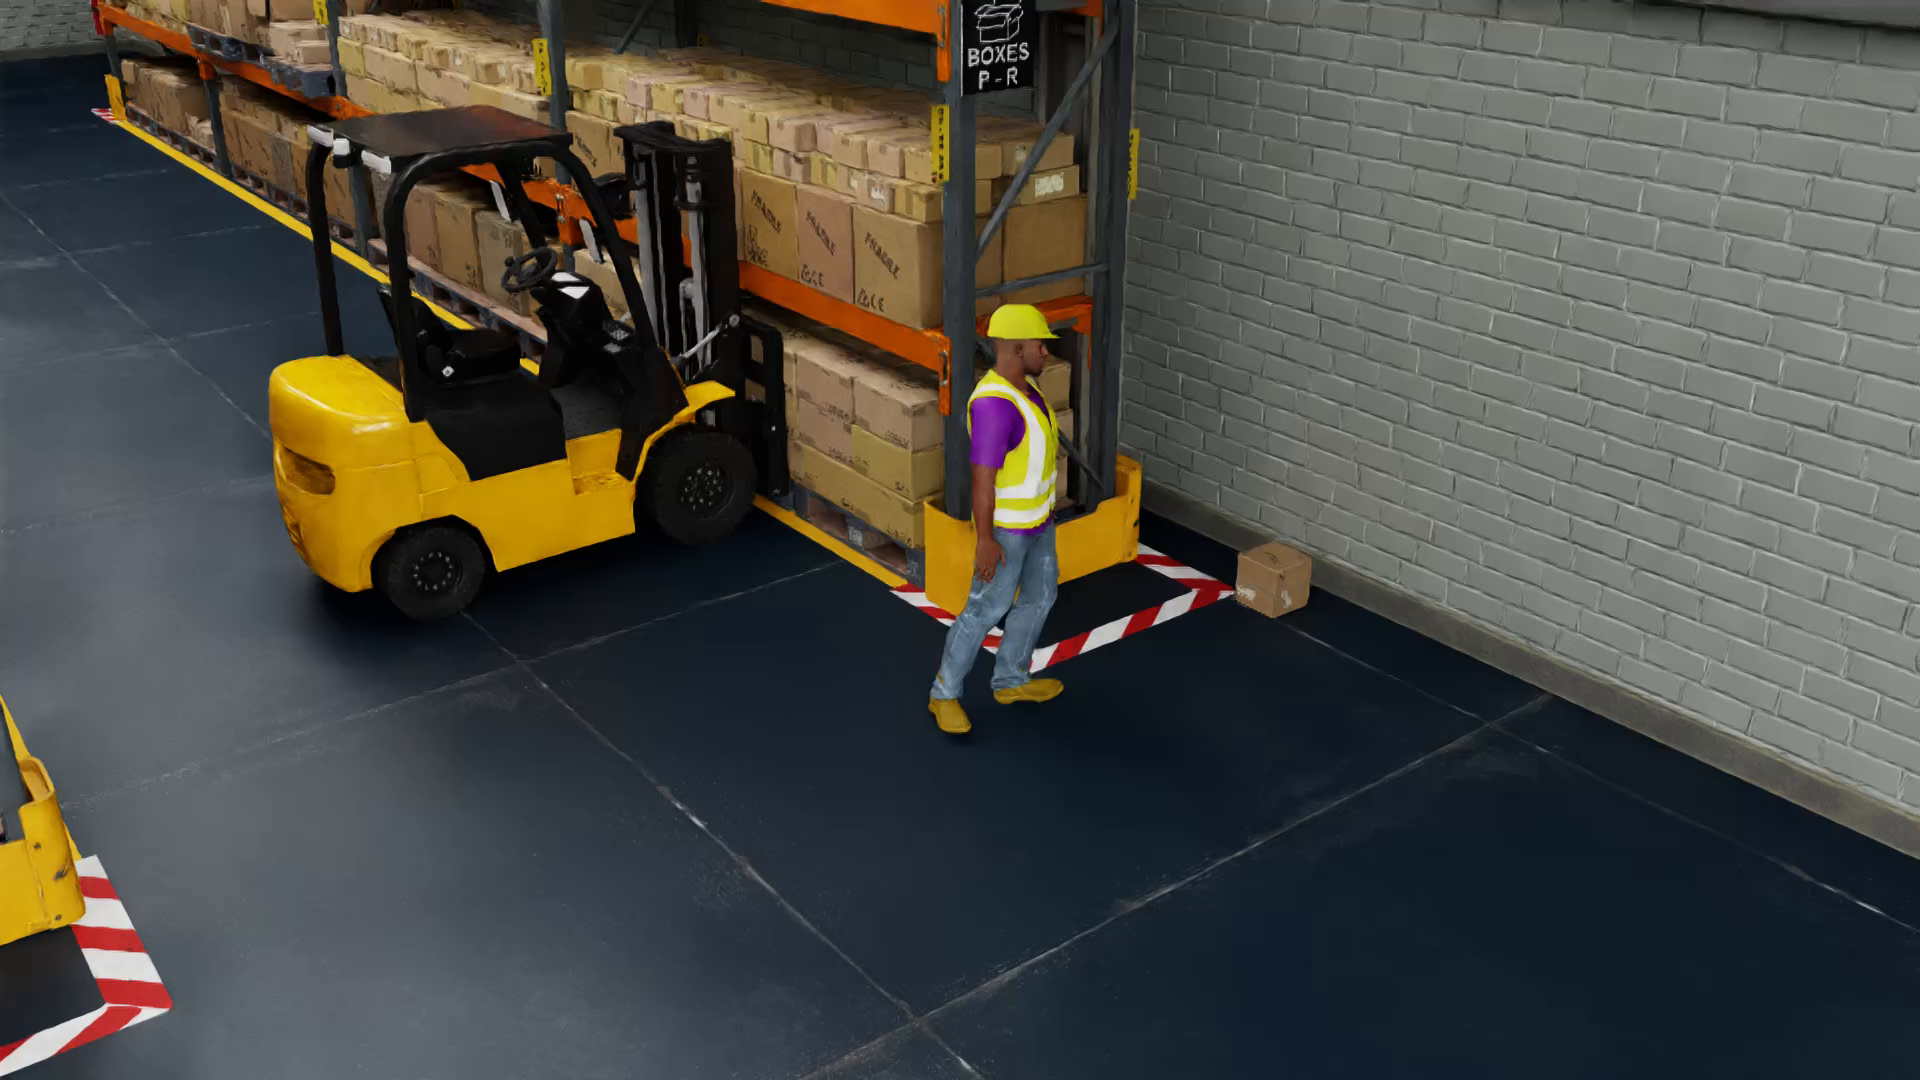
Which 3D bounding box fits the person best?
[{"bbox_3d":[0.154,-0.084,6.779,0.504,1.749,0.696,8,26,16],"label":"person"}]
